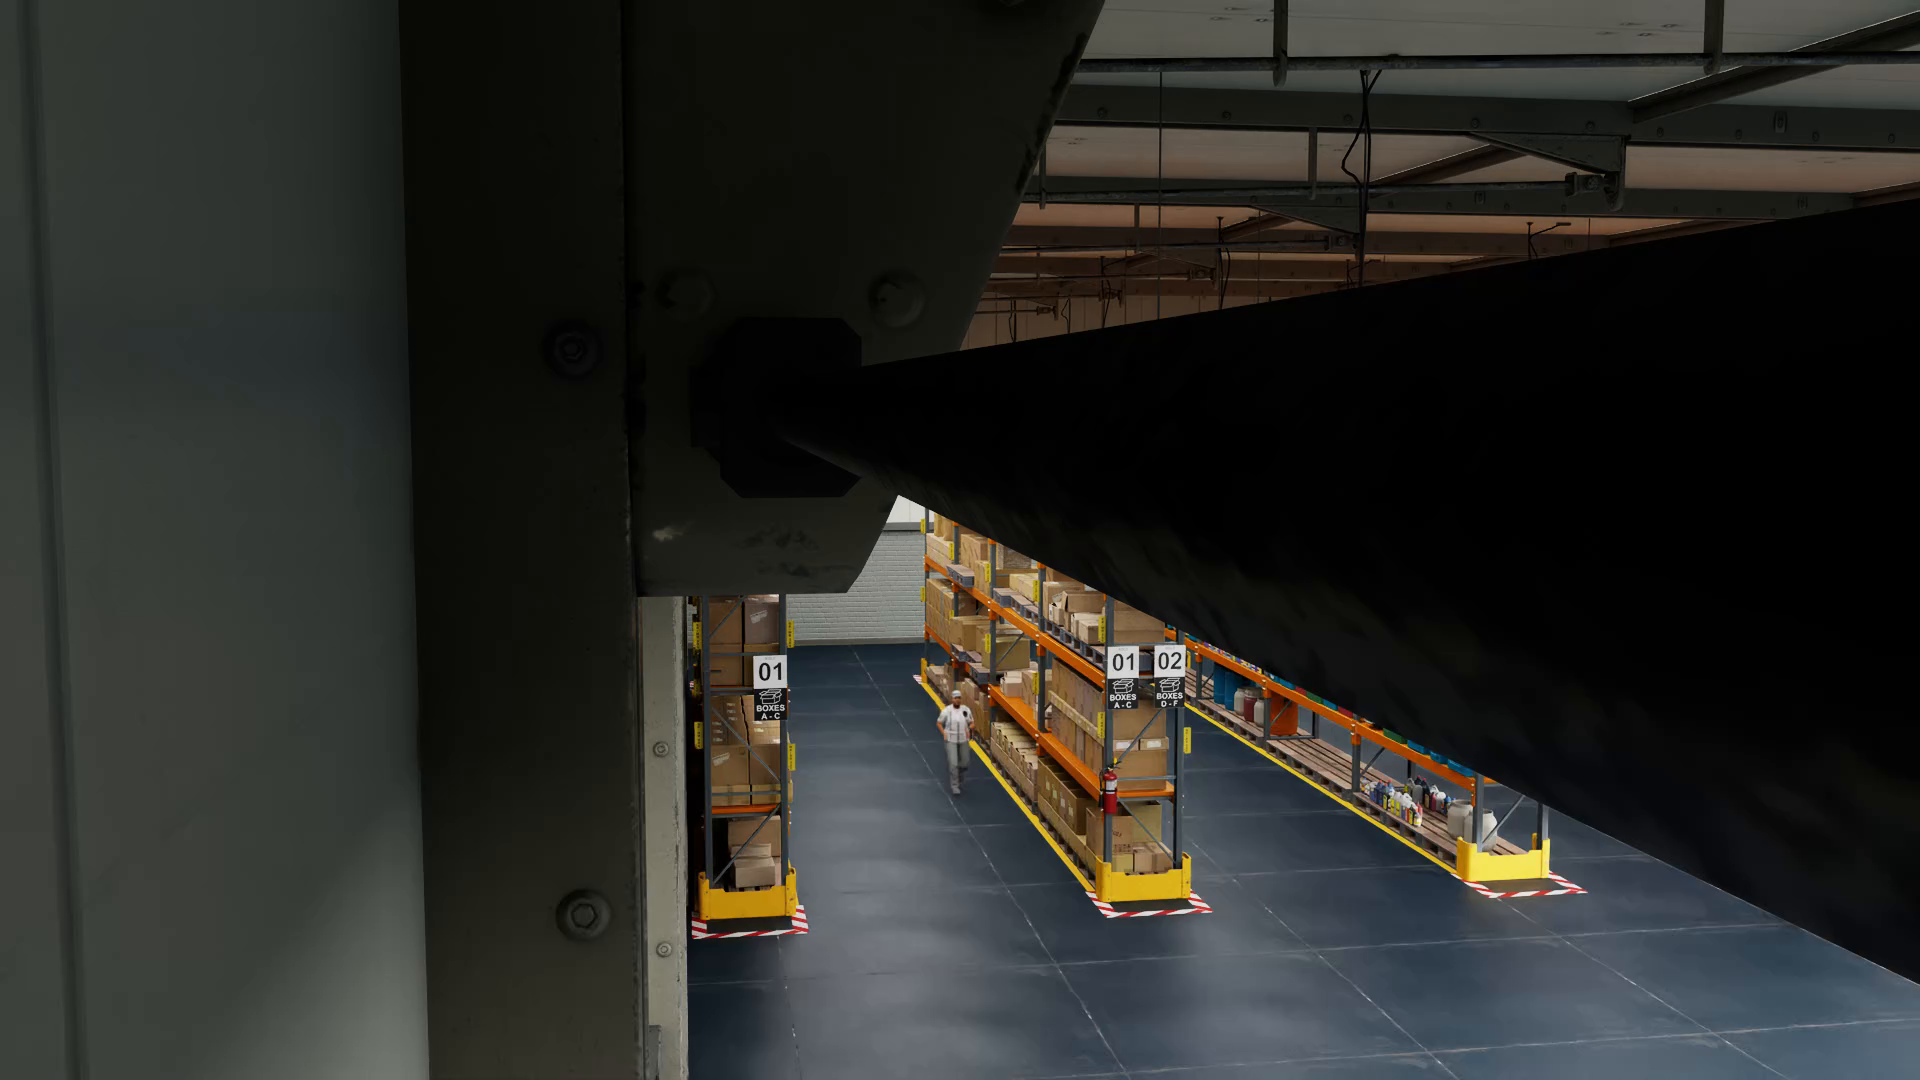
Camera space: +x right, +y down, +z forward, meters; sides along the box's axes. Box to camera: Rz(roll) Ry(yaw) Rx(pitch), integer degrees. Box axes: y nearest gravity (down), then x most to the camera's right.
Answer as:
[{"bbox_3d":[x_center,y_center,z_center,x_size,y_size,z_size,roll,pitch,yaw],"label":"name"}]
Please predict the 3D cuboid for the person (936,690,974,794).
[{"bbox_3d":[-0.067,3.194,26.475,0.611,1.619,0.652,-1,5,-10],"label":"person"}]
